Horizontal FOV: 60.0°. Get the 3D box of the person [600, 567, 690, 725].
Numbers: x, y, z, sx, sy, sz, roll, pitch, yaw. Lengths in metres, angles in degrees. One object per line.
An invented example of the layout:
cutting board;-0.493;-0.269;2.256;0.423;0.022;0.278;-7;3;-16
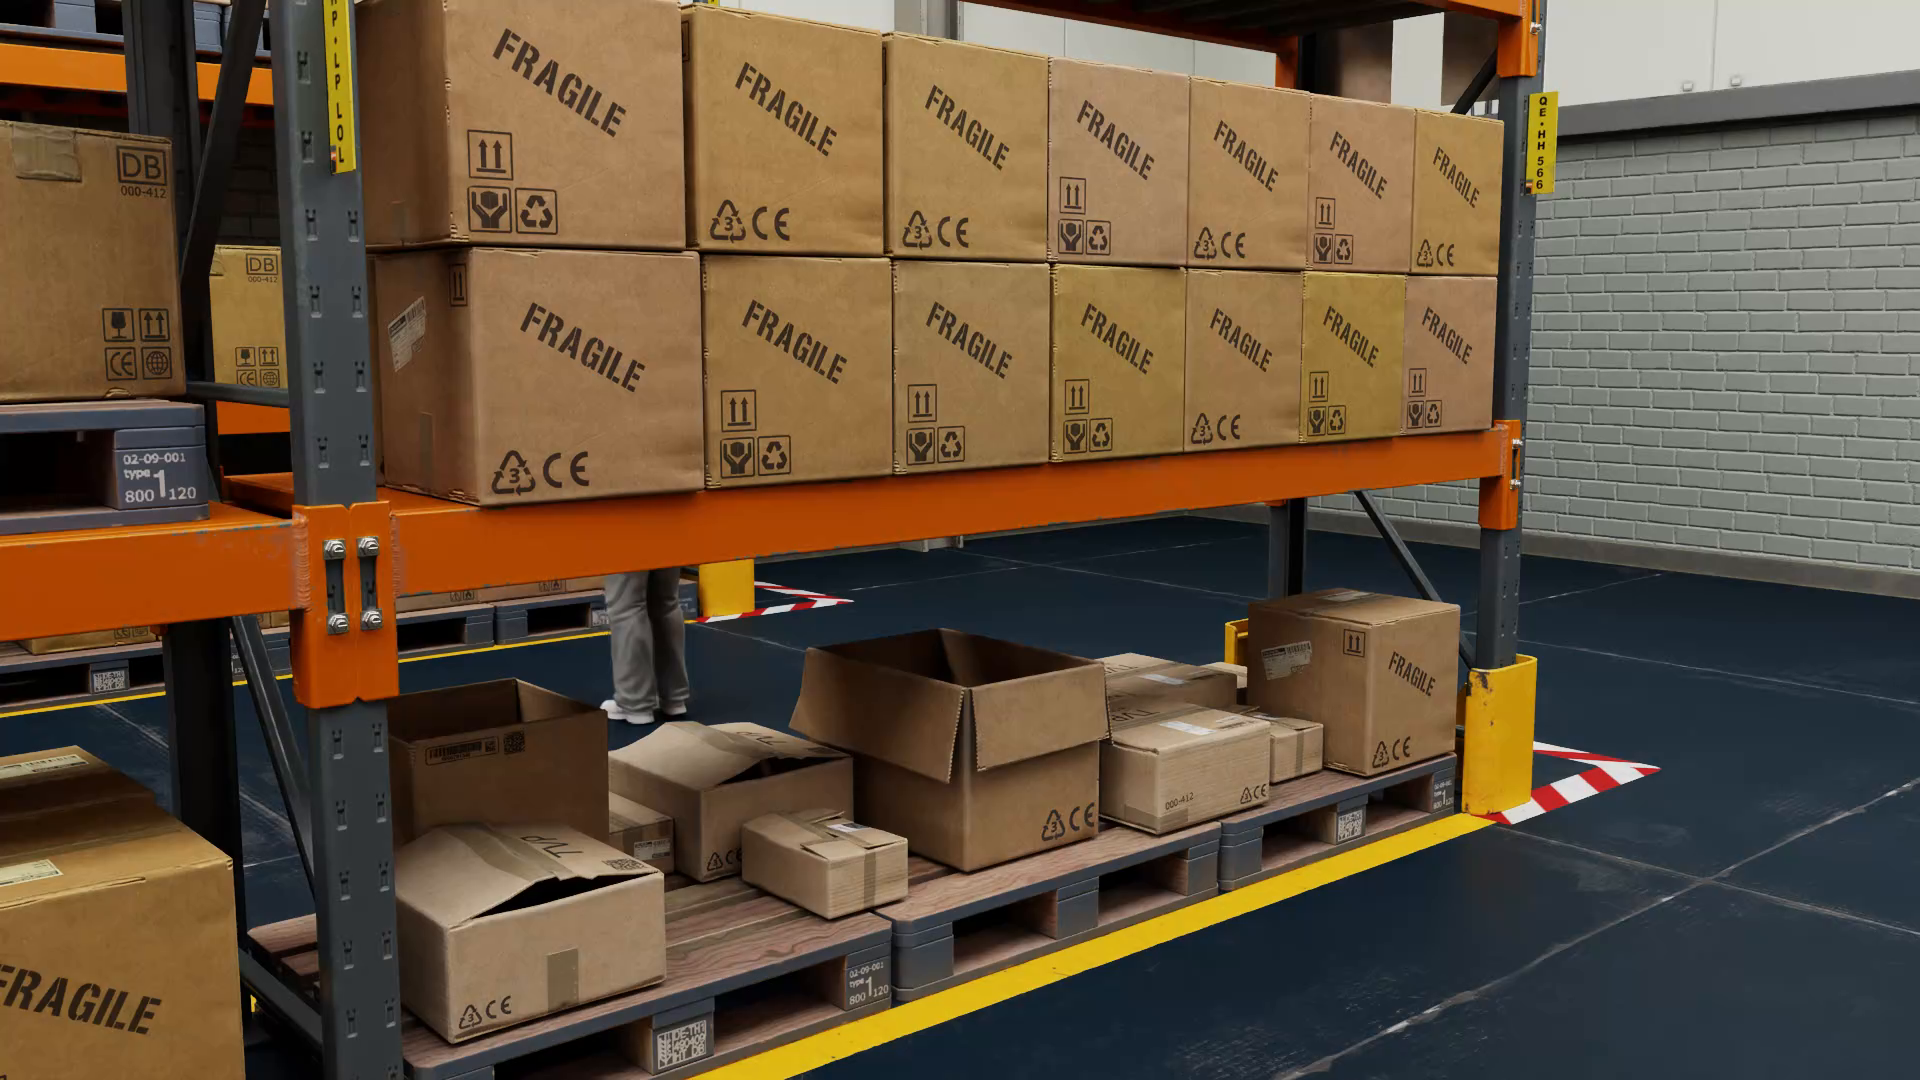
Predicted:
person;-1.351;-0.079;6.882;0.534;1.676;0.474;6;10;39
